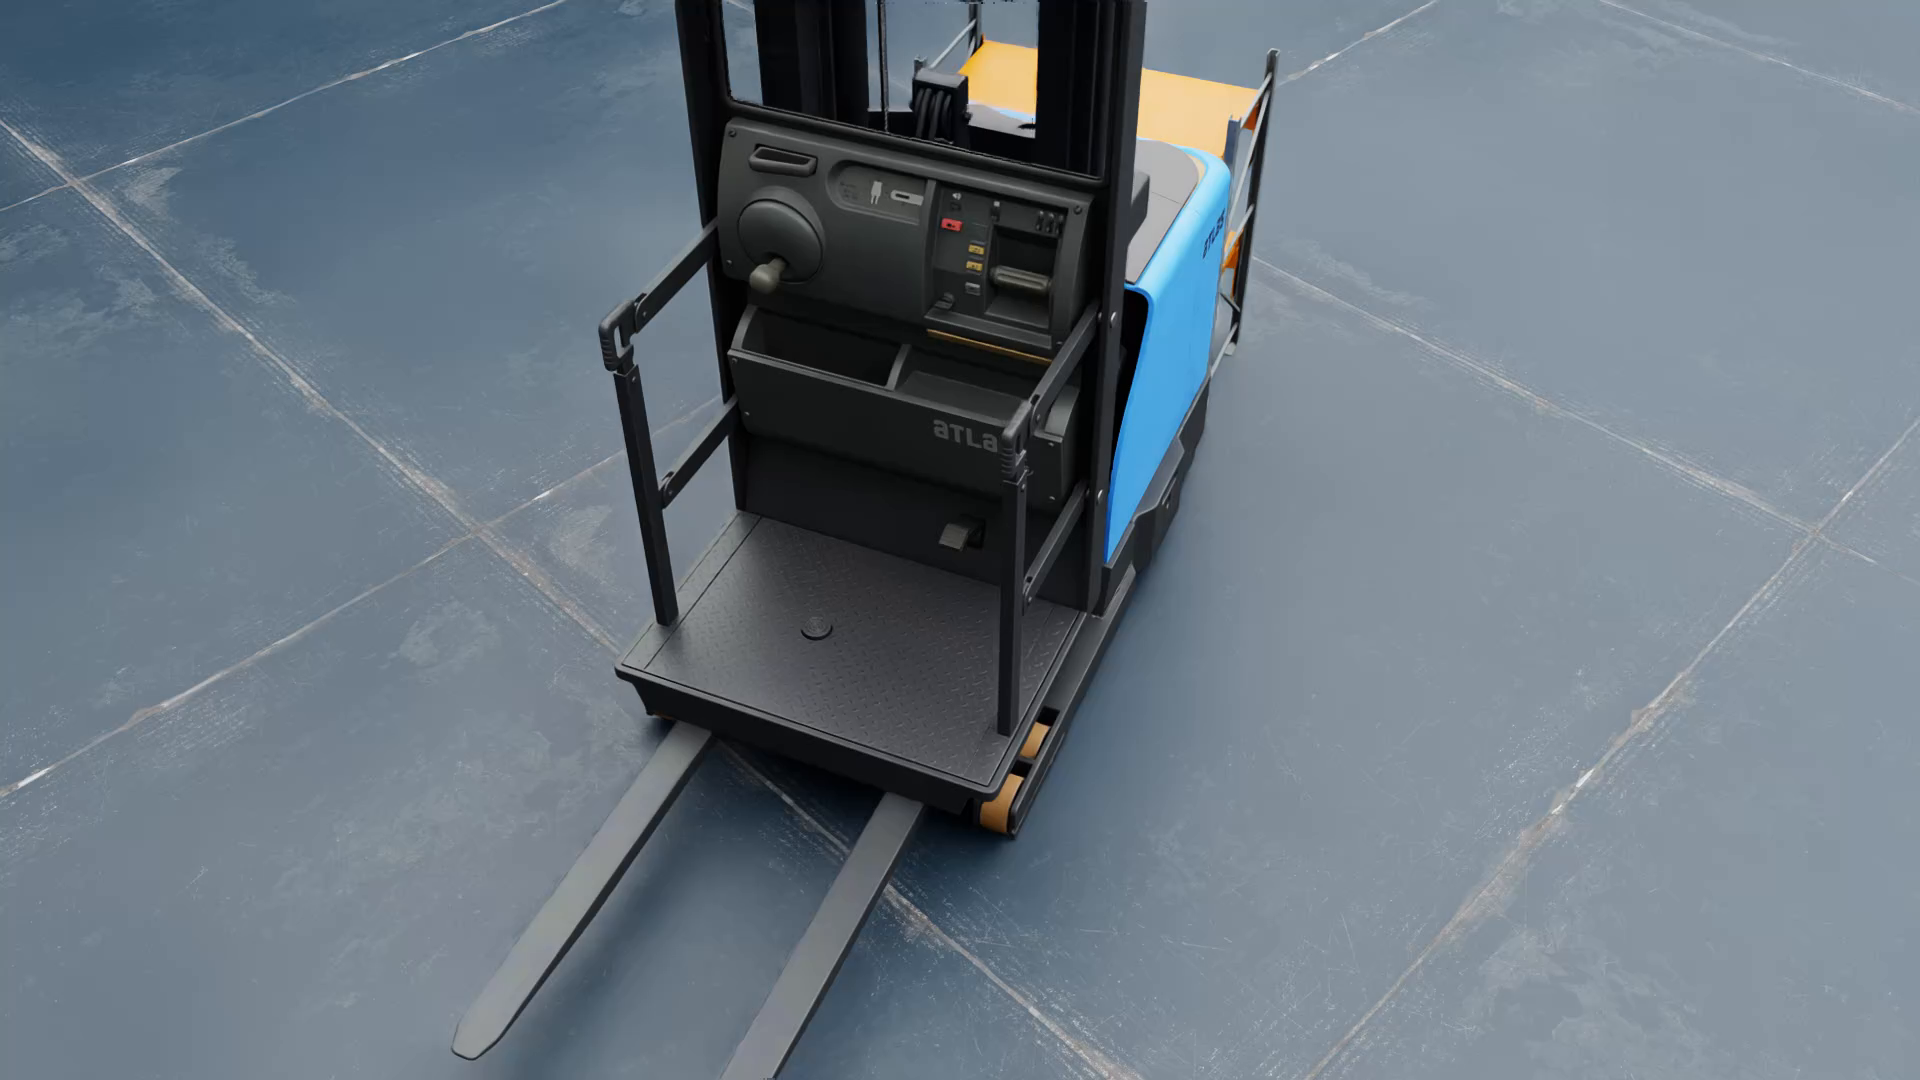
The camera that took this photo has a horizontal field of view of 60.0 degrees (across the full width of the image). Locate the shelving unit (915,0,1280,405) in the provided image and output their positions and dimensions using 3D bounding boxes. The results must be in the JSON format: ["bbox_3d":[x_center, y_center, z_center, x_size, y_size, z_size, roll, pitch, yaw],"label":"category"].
[{"bbox_3d":[0.437,-1.121,5.633,1.048,1.125,0.538,16,45,16],"label":"shelving unit"}]

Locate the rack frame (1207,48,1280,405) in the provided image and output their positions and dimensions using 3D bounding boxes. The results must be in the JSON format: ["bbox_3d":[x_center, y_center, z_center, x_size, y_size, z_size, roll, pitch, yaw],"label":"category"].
[{"bbox_3d":[0.906,-0.989,5.490,0.032,1.125,0.500,16,45,16],"label":"rack frame"}]

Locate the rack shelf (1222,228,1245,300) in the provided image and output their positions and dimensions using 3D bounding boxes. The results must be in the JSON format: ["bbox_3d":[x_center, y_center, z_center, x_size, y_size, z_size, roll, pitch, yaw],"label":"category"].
[{"bbox_3d":[0.436,-0.941,5.799,1.000,0.278,0.538,16,45,16],"label":"rack shelf"}]

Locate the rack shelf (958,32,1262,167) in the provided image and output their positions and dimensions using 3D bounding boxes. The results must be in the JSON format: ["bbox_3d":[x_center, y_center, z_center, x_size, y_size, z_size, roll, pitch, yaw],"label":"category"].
[{"bbox_3d":[0.437,-1.336,5.435,1.000,0.278,0.538,16,45,16],"label":"rack shelf"}]

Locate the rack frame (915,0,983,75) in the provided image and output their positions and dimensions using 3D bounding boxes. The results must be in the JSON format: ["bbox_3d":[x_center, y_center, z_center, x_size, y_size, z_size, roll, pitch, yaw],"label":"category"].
[{"bbox_3d":[-0.033,-1.253,5.776,0.032,1.125,0.500,16,45,16],"label":"rack frame"}]

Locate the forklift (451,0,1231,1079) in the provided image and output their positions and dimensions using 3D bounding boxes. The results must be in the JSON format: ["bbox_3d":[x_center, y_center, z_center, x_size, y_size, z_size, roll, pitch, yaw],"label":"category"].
[{"bbox_3d":[-0.231,-0.633,3.776,1.130,2.935,3.031,16,45,17],"label":"forklift"}]
